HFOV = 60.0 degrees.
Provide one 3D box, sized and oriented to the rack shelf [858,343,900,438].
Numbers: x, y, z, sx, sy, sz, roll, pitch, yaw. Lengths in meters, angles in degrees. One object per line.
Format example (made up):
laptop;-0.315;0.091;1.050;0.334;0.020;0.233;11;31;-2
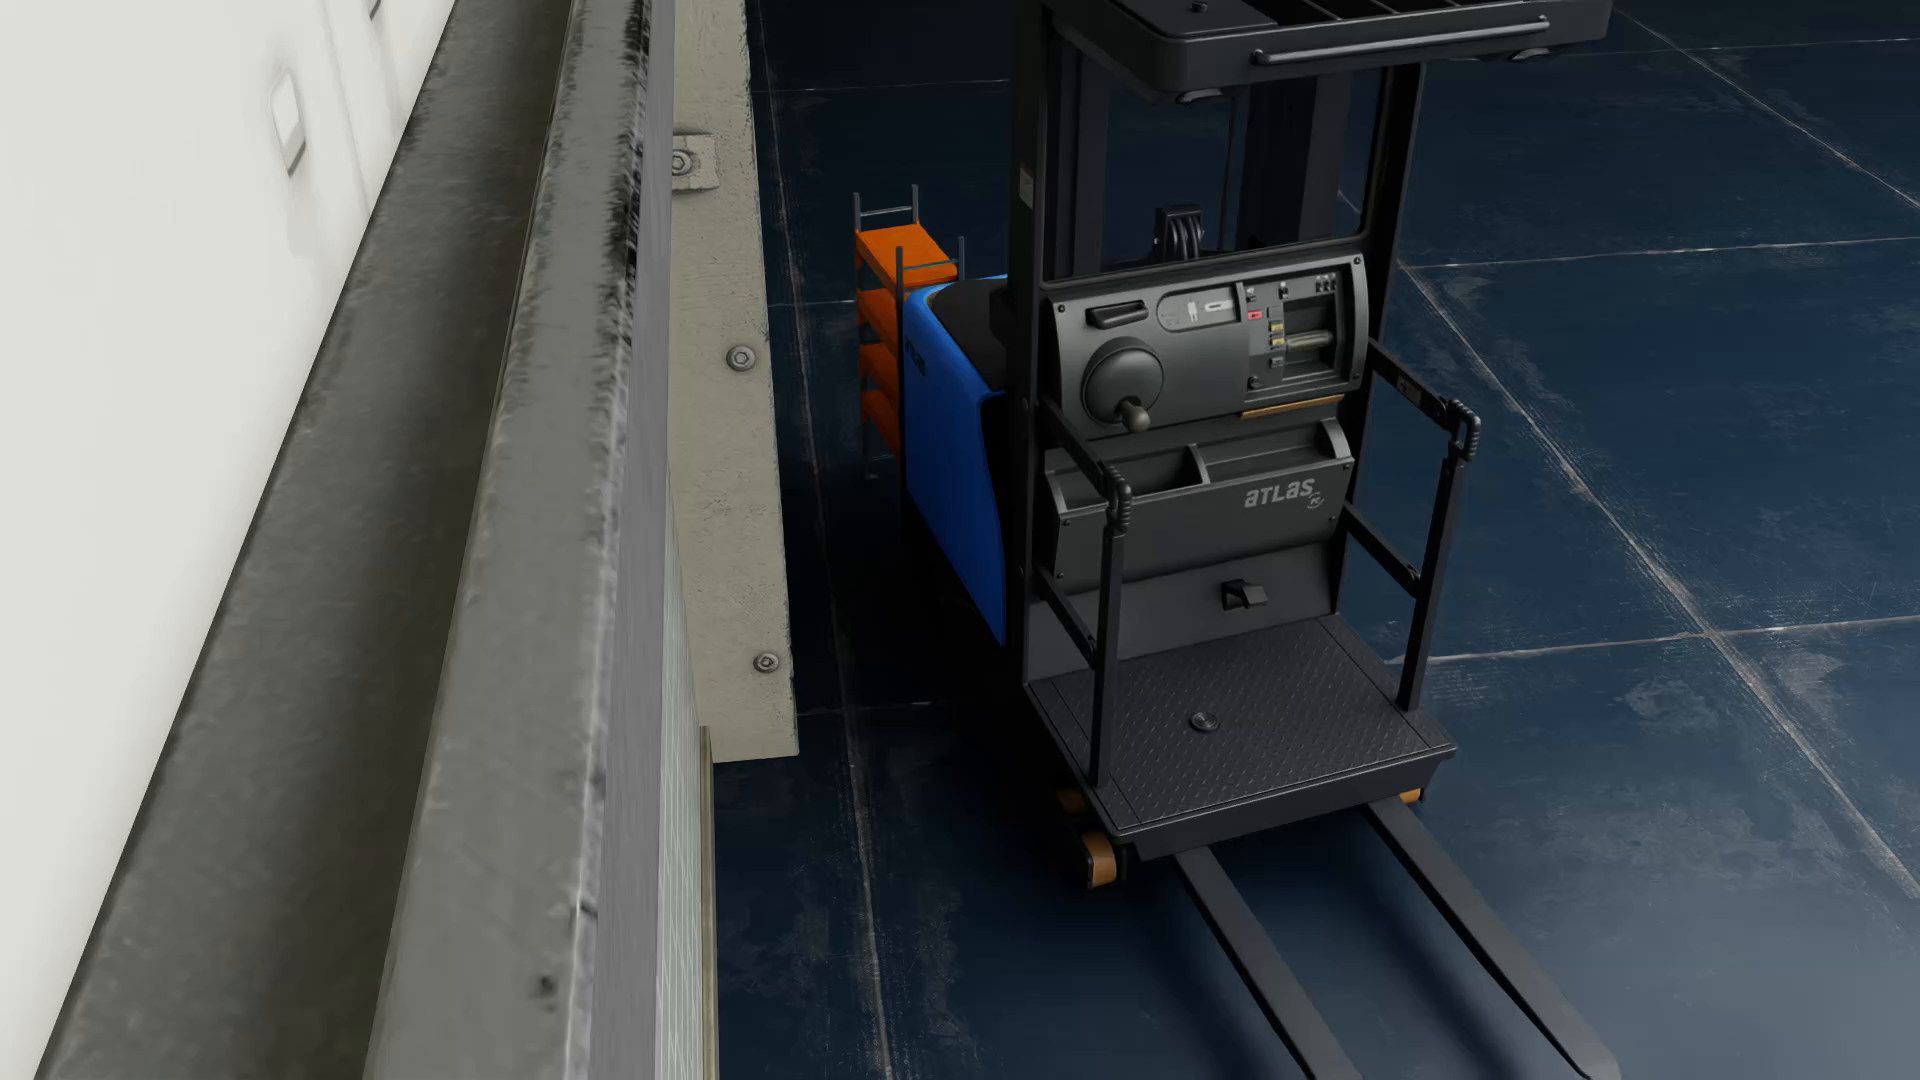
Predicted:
rack shelf;-0.184;-0.579;6.153;0.258;0.148;0.480;-12;36;-16

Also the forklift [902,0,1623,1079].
forklift;0.762;-0.475;4.345;1.130;2.935;3.031;-11;36;-16

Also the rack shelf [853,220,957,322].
rack shelf;-0.184;-0.959;5.894;0.258;0.148;0.480;-12;36;-16

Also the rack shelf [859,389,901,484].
rack shelf;-0.184;-0.415;6.265;0.258;0.148;0.480;-12;36;-16

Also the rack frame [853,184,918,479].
rack frame;-0.268;-0.763;6.305;0.240;1.200;0.015;-12;36;-16

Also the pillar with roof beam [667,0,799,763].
pillar with roof beam;3.579;-3.465;3.343;9.100;9.000;0.400;-4;35;-6

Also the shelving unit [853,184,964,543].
shelving unit;-0.184;-0.634;6.115;0.258;1.200;0.503;-12;36;-16

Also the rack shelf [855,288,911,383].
rack shelf;-0.184;-0.763;6.027;0.258;0.148;0.480;-12;36;-16

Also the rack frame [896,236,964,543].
rack frame;-0.101;-0.505;5.926;0.240;1.200;0.015;-12;36;-16
